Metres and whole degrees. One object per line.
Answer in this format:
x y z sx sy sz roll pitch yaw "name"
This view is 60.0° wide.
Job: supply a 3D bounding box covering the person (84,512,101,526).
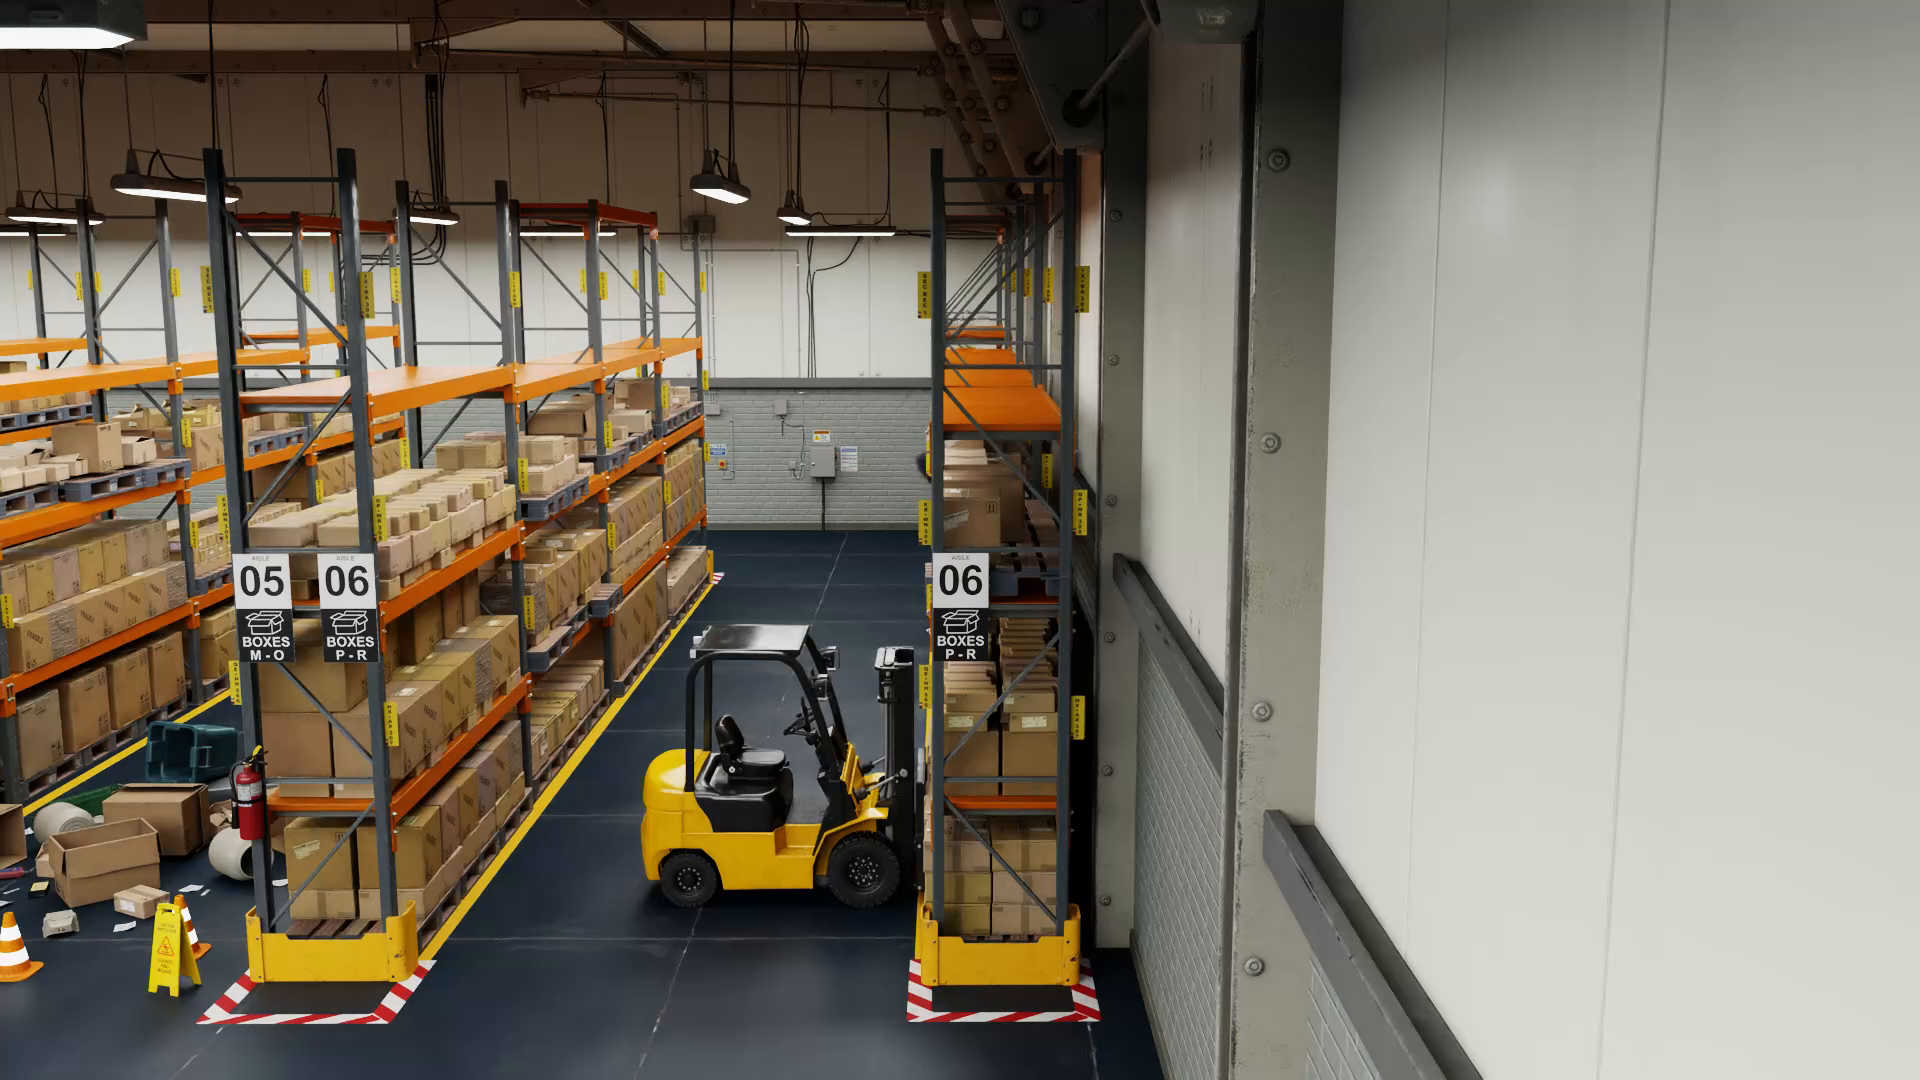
-12.818 0.350 24.709 0.664 1.739 0.603 -2 9 -10 "person"
